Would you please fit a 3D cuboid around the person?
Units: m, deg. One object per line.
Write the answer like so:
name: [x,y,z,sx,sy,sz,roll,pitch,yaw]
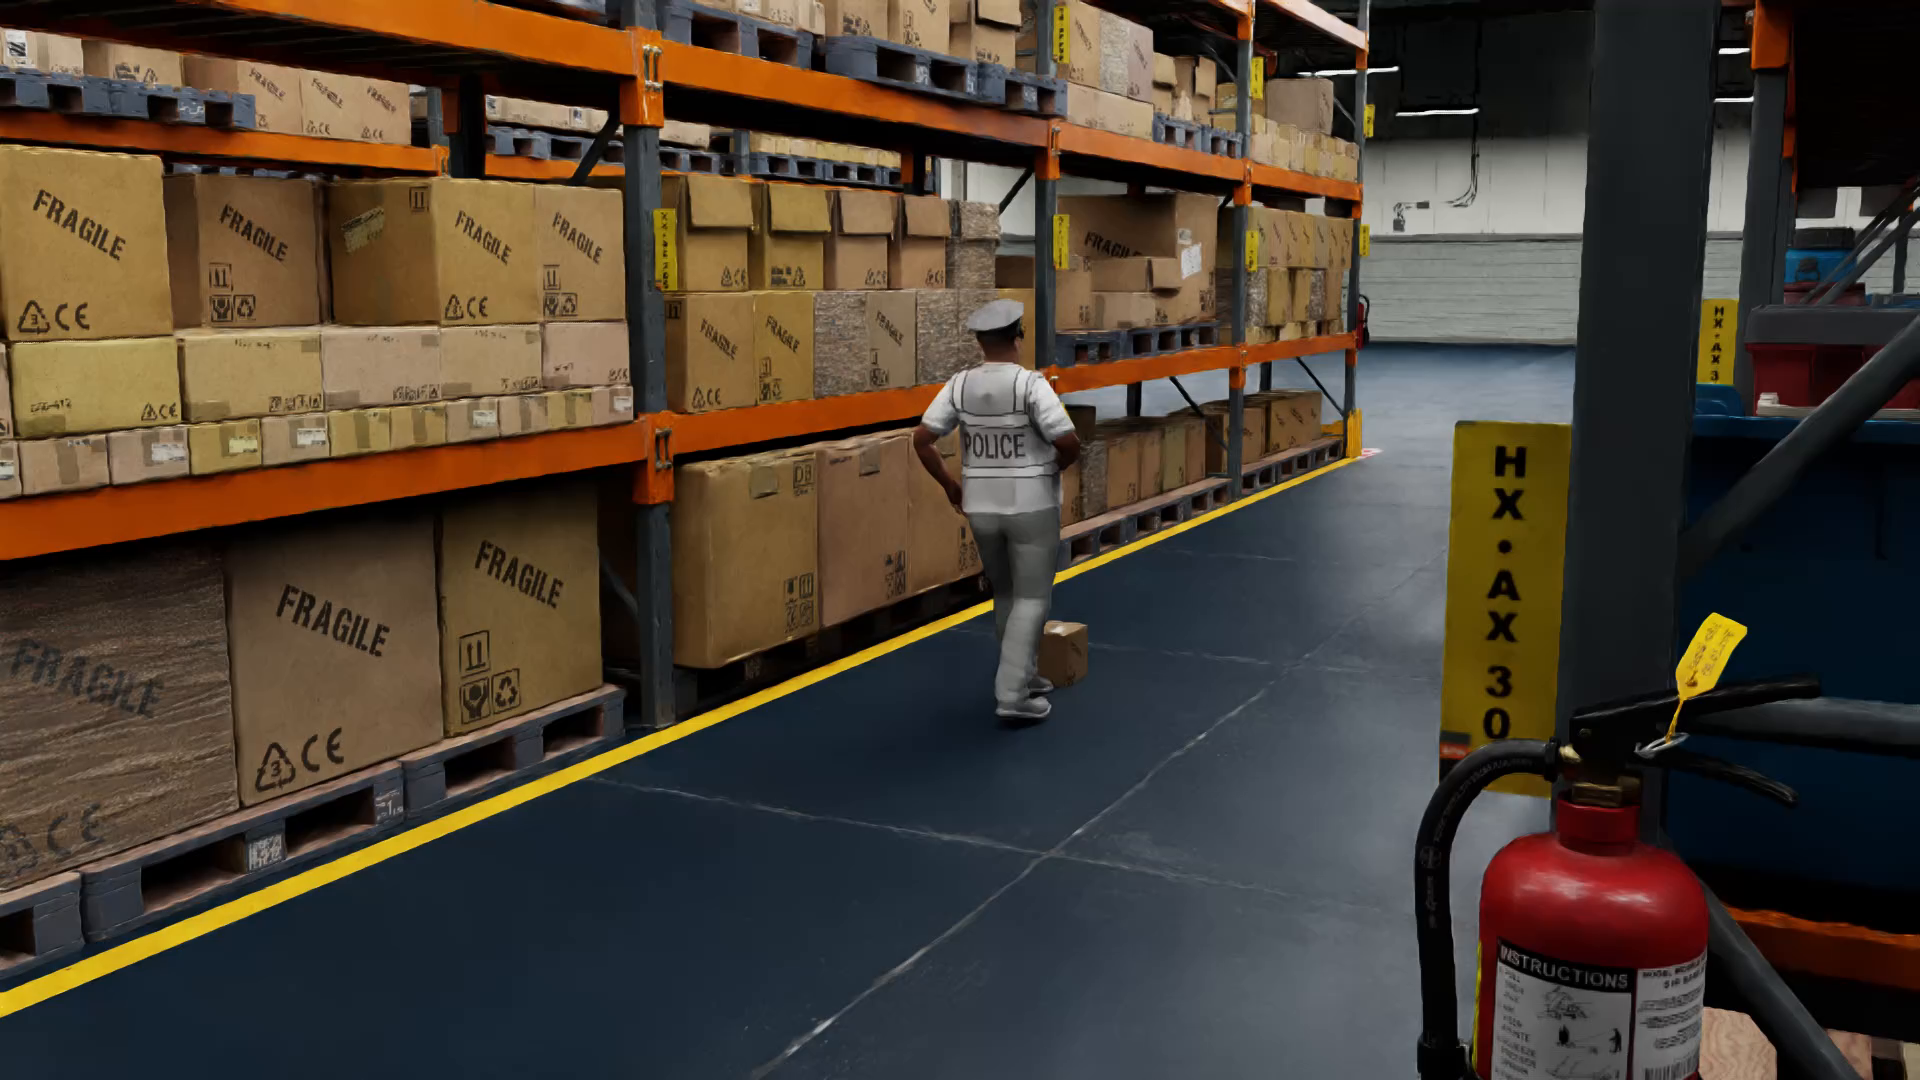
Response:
person: [0.270,-0.141,7.148,0.710,1.781,0.750,5,10,31]
